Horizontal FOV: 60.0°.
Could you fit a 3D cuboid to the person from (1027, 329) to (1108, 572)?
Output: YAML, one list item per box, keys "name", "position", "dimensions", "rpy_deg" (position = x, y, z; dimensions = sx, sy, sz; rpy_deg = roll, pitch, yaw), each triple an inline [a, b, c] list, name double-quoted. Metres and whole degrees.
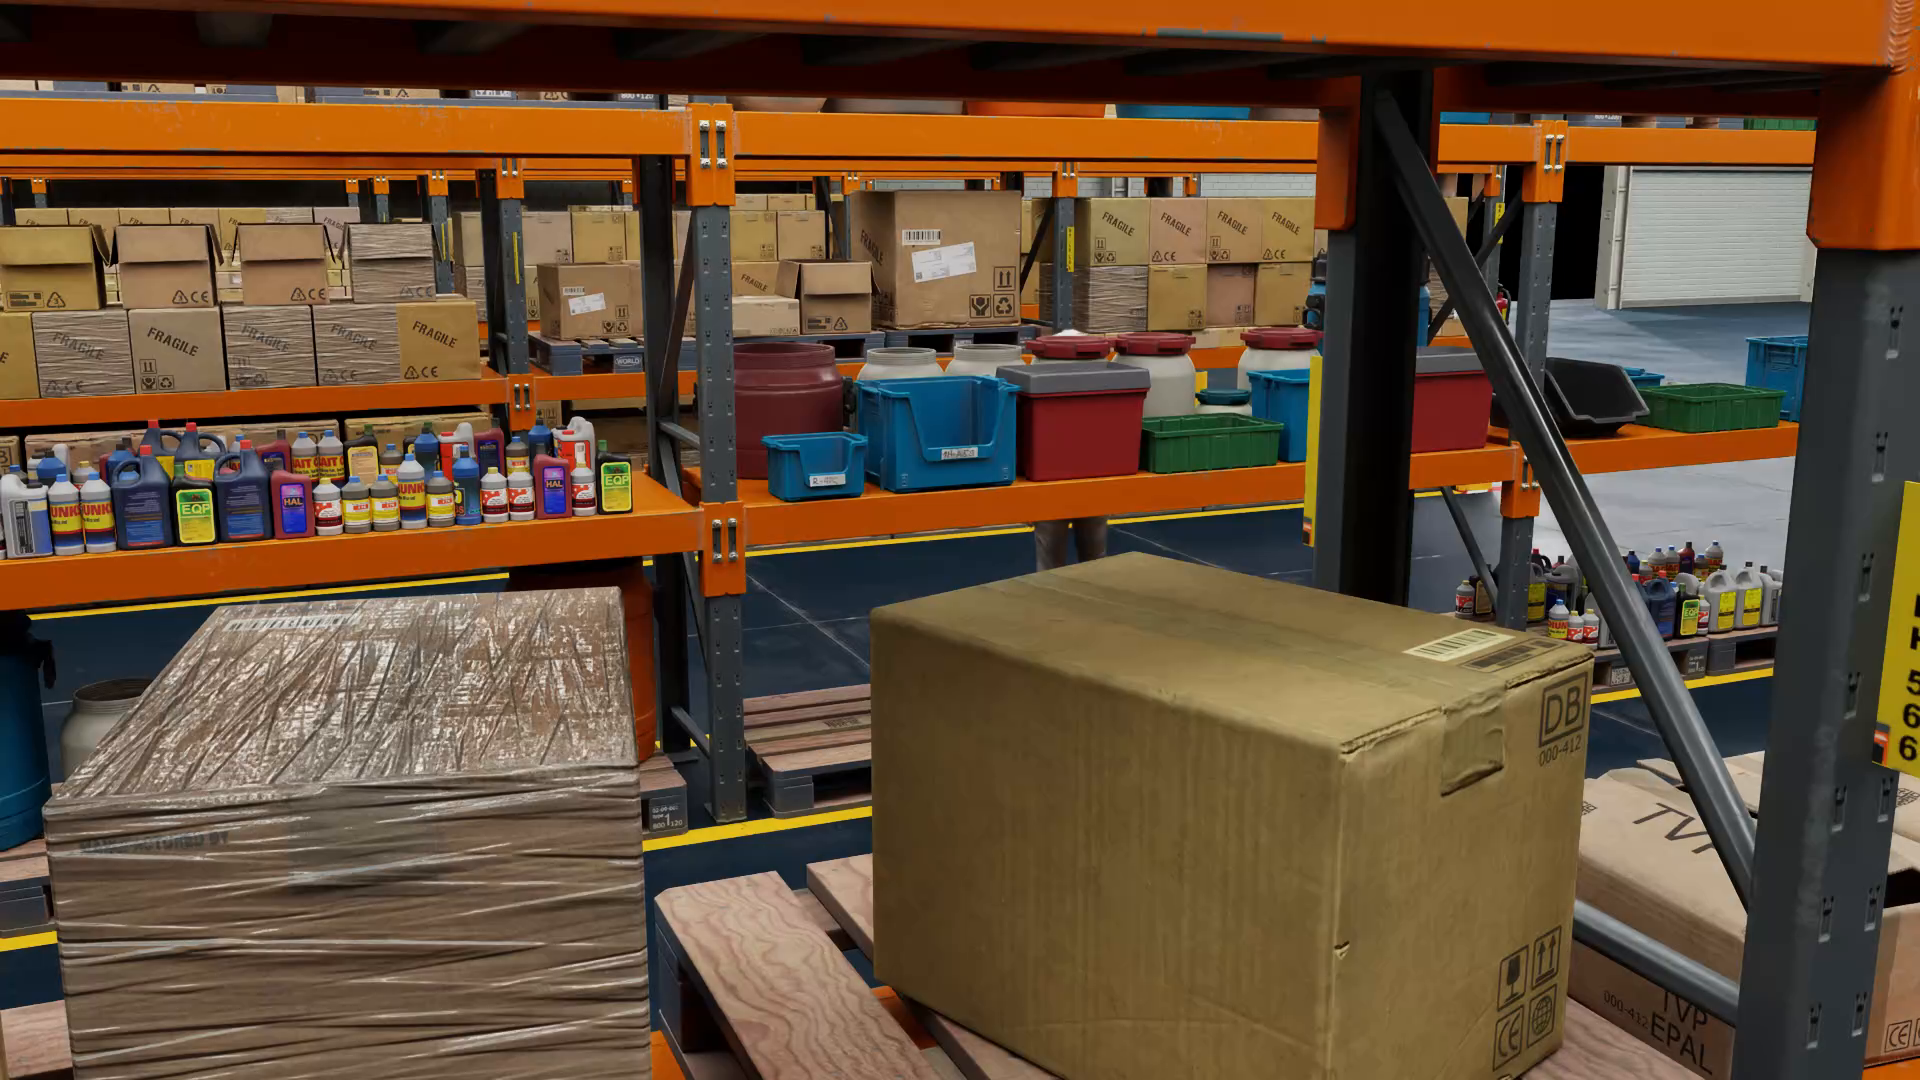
- name: "person"
  position: [0.615, -0.241, 9.043]
  dimensions: [0.587, 1.805, 0.354]
  rpy_deg: [-3, 12, -14]
